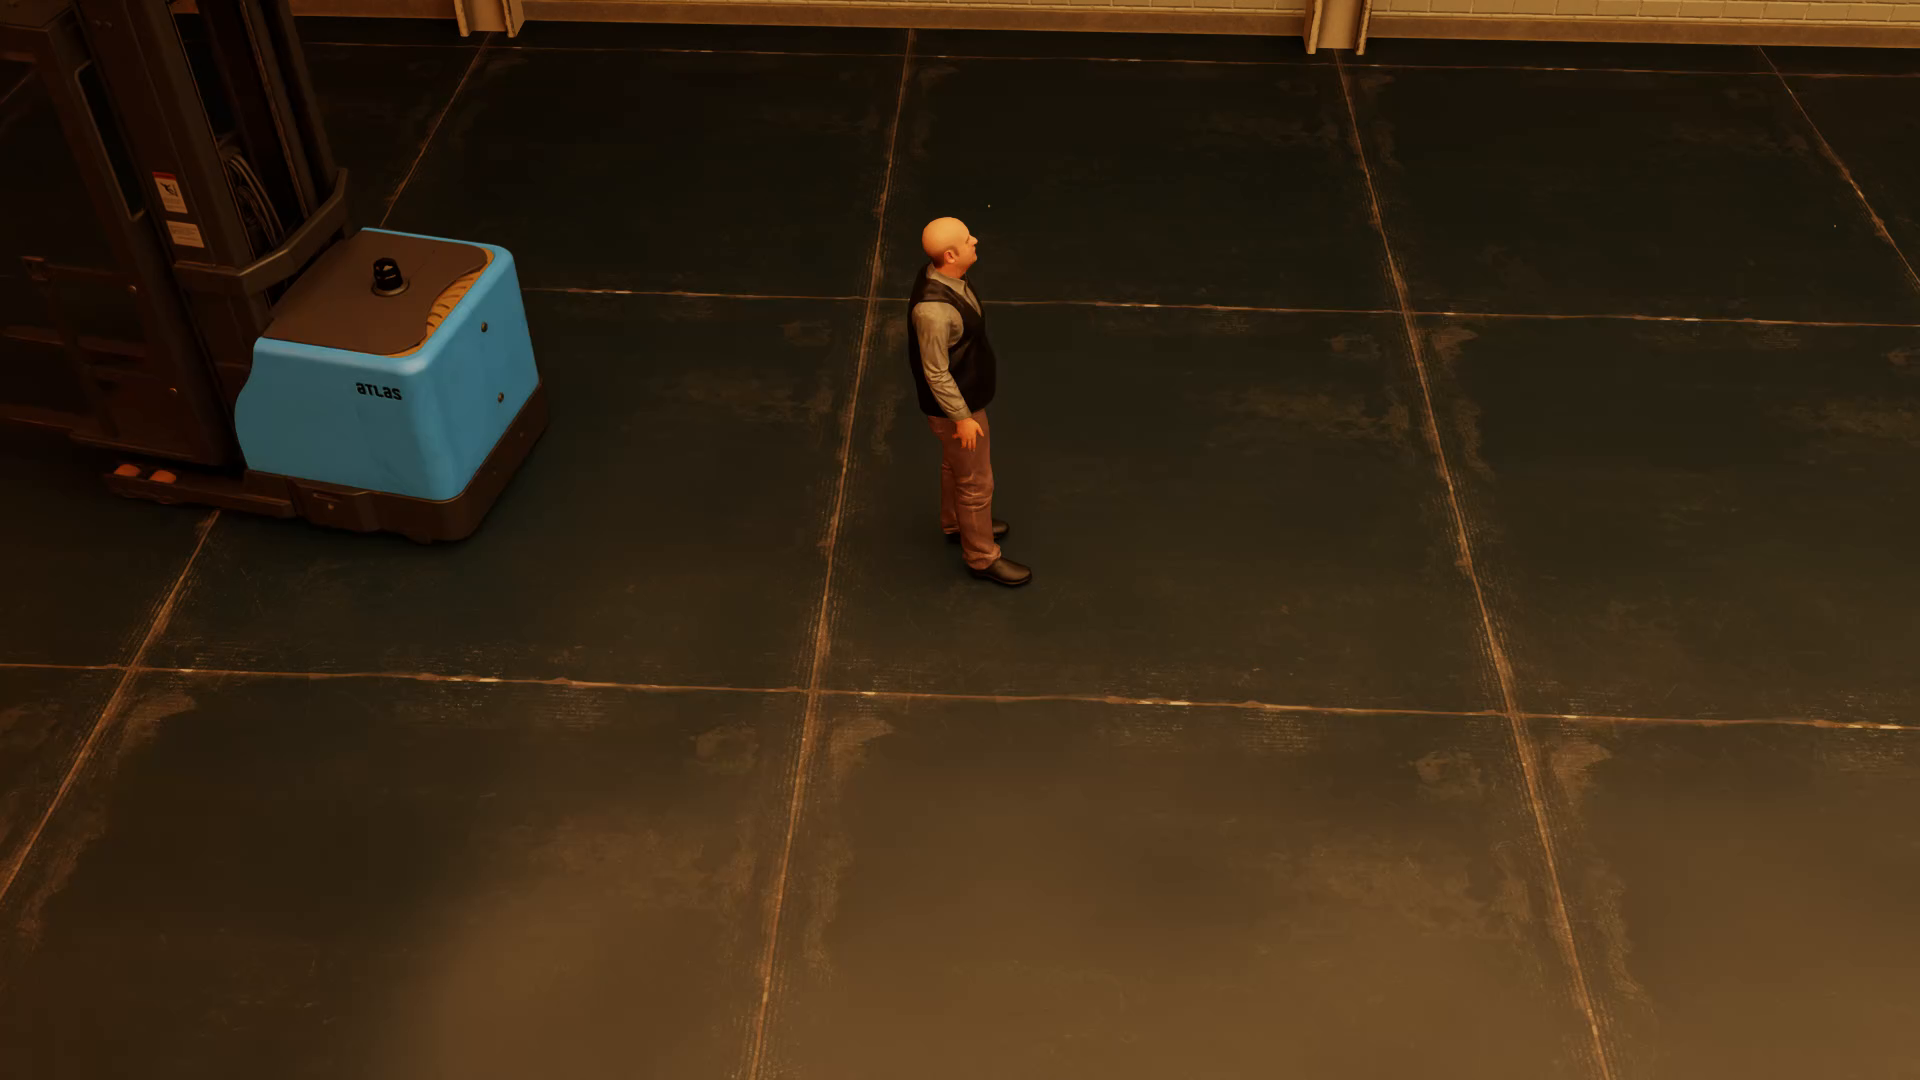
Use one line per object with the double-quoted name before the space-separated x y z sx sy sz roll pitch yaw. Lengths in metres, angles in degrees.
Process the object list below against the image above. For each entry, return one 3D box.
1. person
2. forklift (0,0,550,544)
"person" 0.061 -0.634 7.323 0.568 1.720 0.632 2 42 2
"forklift" -3.665 -1.593 7.487 3.031 2.935 1.130 9 43 10
